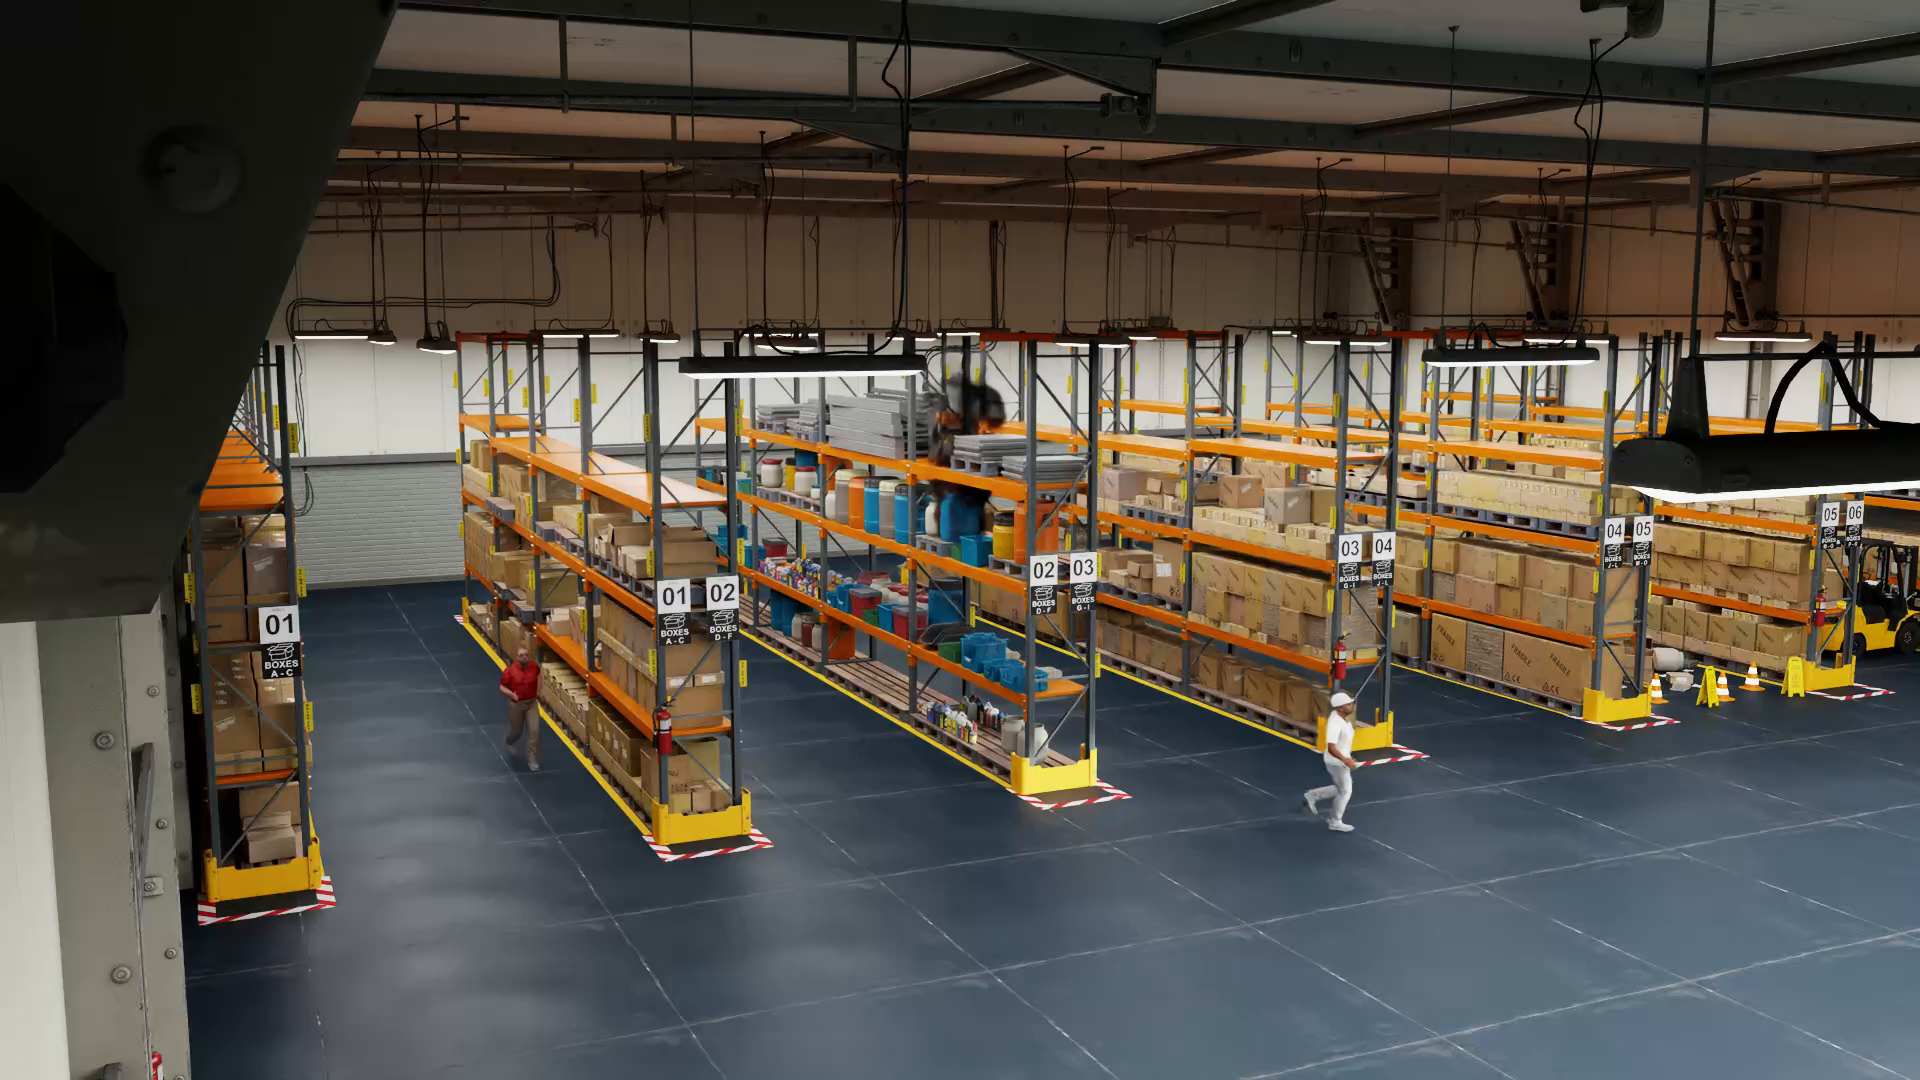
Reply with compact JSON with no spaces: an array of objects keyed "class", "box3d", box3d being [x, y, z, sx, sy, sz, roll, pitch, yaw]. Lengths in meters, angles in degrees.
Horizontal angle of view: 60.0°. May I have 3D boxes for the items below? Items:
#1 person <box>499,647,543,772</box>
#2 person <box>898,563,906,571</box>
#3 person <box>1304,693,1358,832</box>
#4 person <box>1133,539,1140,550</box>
[{"class":"person","box3d":[-6.169,2.373,23.439,0.647,1.639,0.943,-5,9,-31]},{"class":"person","box3d":[-1.210,0.150,39.944,0.578,1.644,0.661,-2,8,-16]},{"class":"person","box3d":[4.584,2.723,20.525,0.650,1.740,0.710,2,8,16]},{"class":"person","box3d":[4.484,-0.160,42.448,0.540,1.558,0.553,-3,8,-19]}]
